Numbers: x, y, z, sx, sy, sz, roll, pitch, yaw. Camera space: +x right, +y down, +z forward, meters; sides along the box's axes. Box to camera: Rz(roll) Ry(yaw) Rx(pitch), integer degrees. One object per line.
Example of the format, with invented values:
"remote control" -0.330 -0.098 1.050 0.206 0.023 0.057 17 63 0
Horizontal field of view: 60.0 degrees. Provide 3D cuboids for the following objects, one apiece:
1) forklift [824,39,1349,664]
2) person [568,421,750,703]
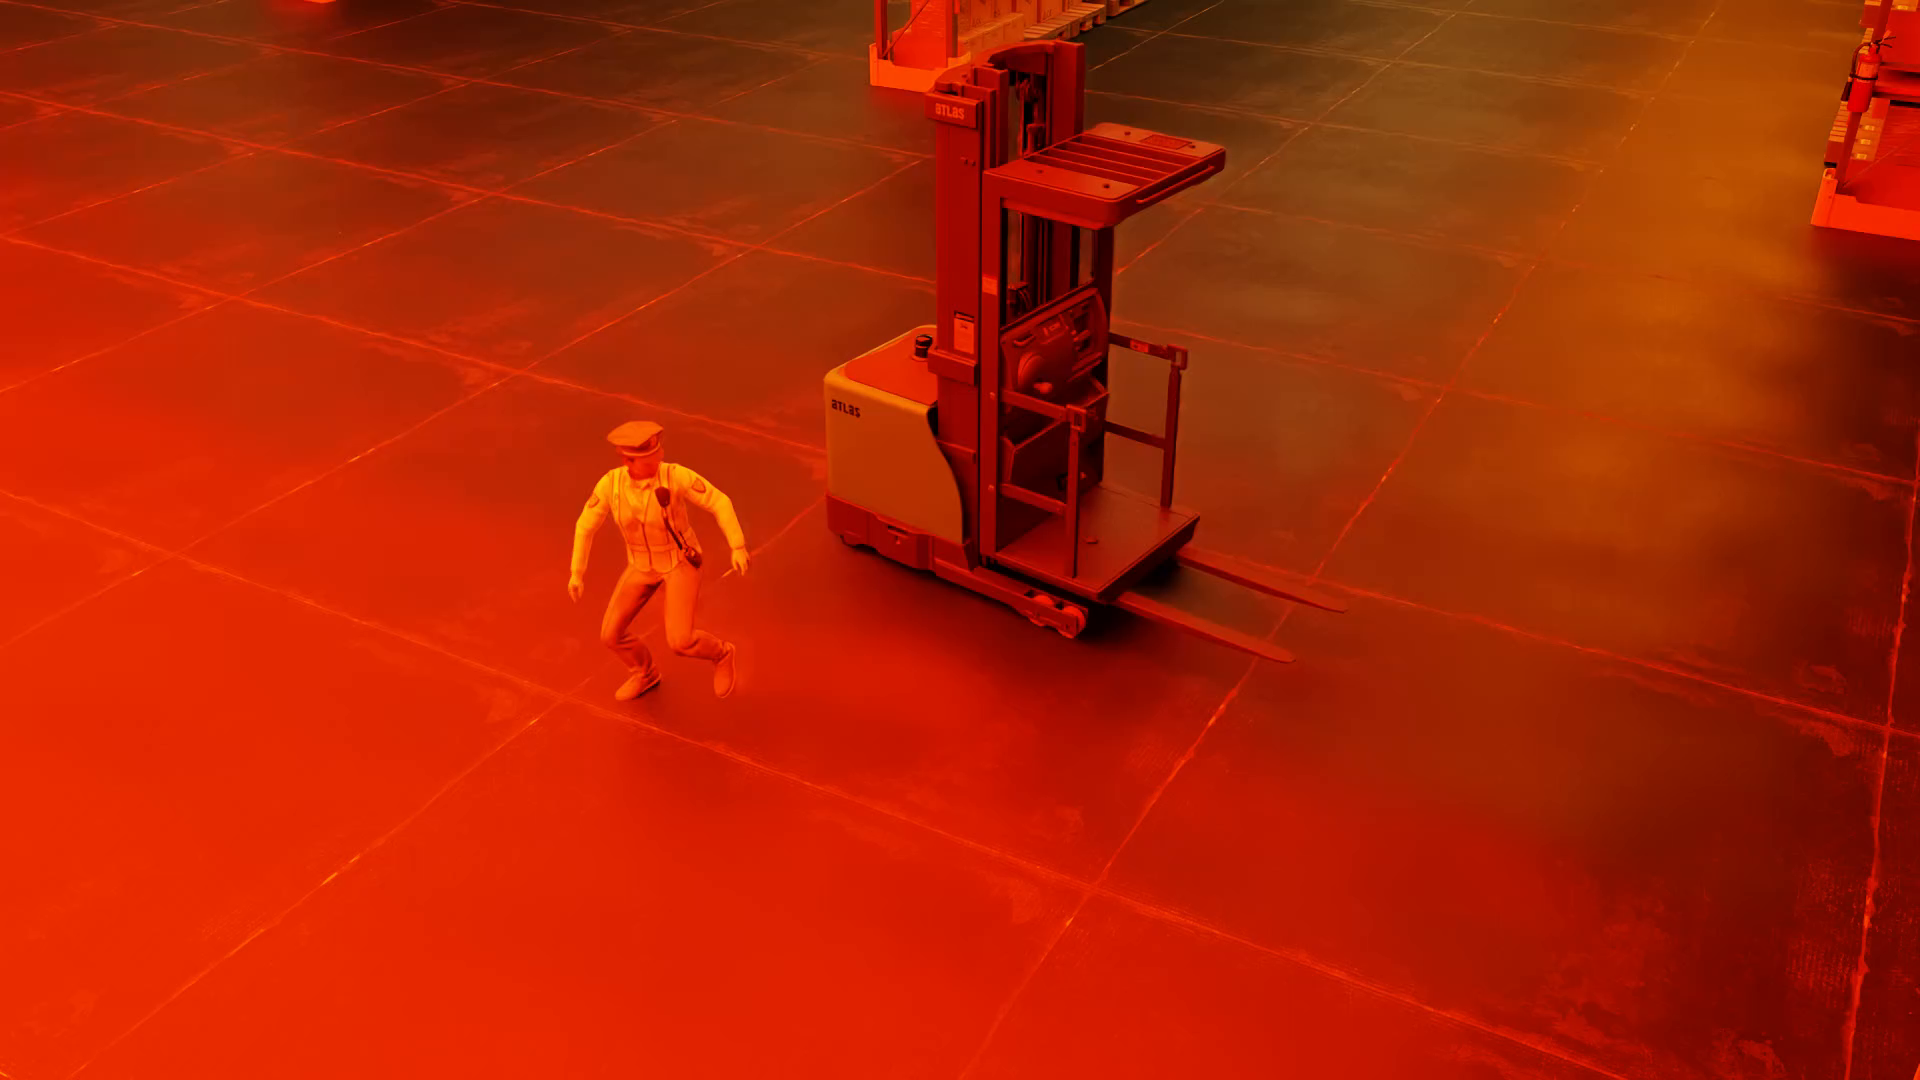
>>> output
"forklift" 0.682 -1.039 8.871 3.031 2.935 1.130 21 36 32
"person" -1.488 0.146 8.227 0.804 1.561 0.516 10 31 16
